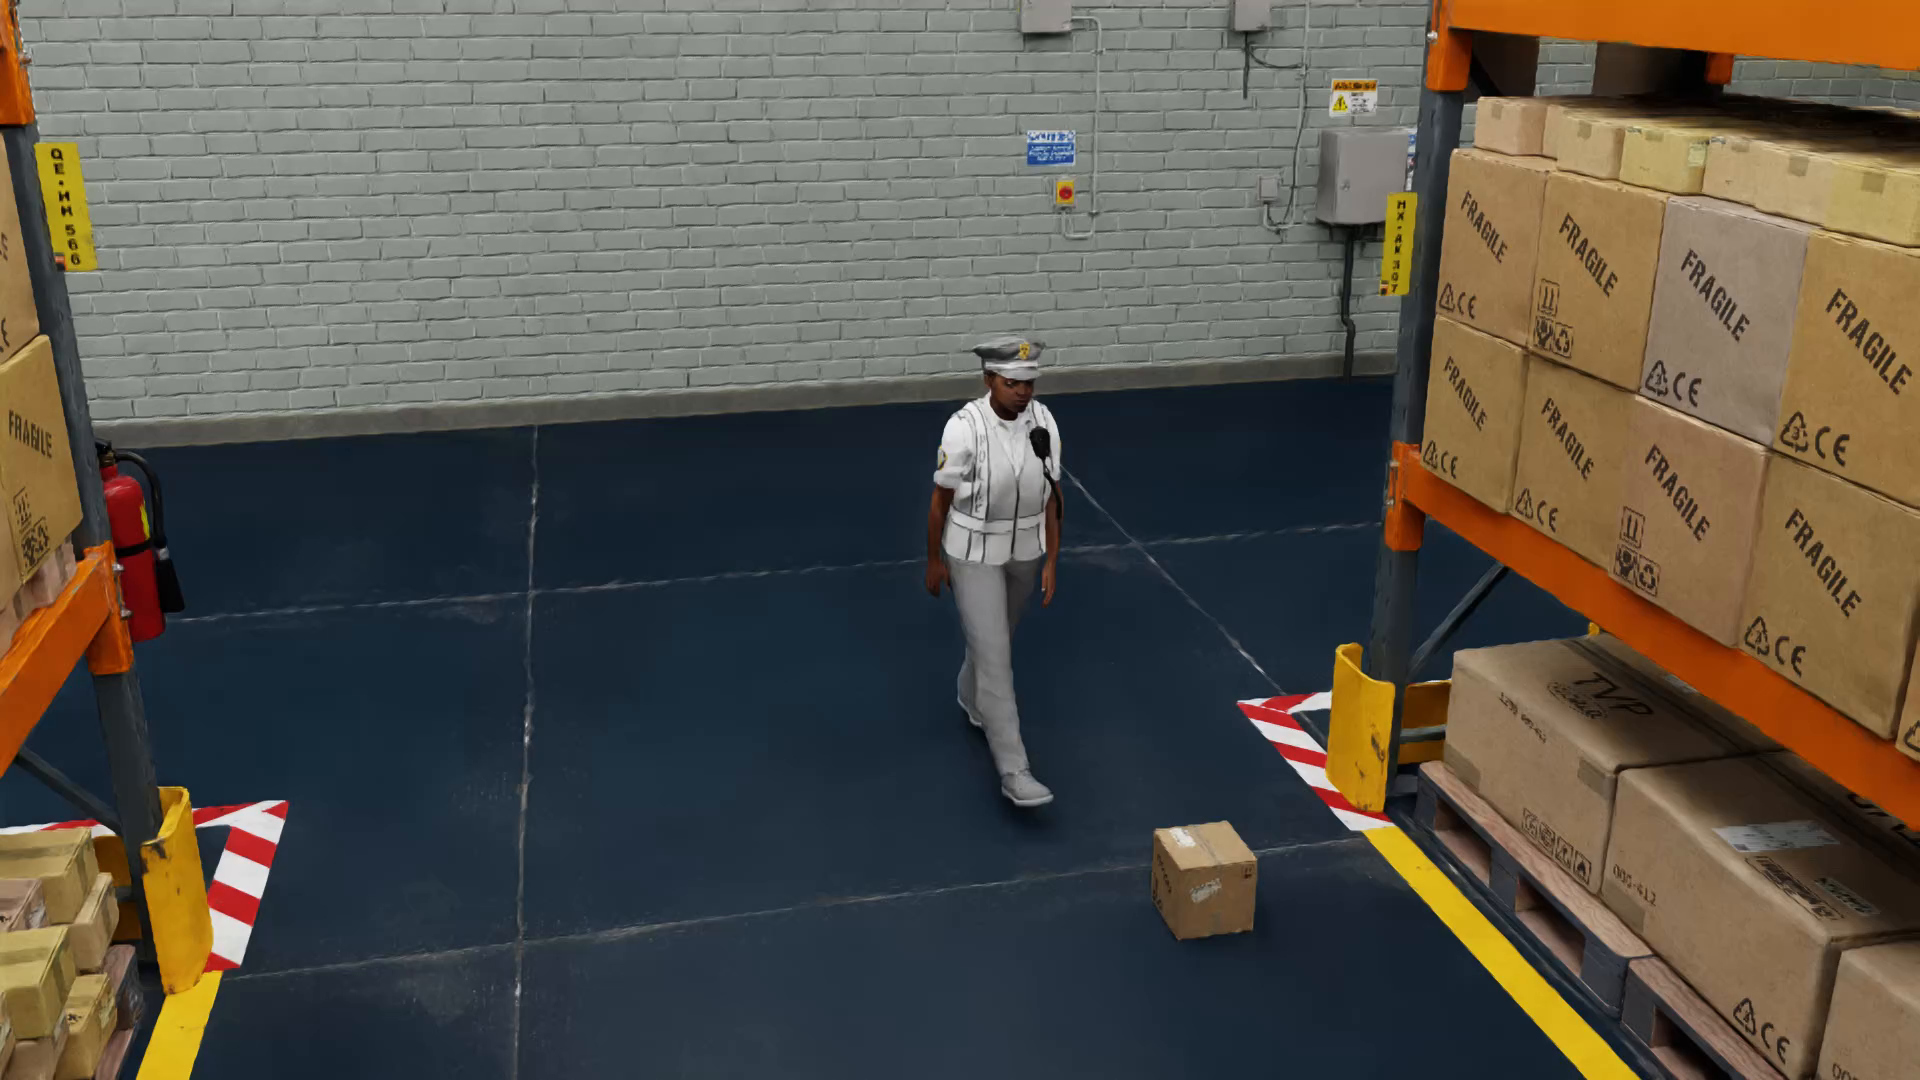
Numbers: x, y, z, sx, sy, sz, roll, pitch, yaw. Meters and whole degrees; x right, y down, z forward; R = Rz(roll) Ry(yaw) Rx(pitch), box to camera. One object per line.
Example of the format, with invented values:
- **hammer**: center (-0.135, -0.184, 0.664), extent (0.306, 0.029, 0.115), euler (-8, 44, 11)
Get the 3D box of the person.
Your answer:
- **person**: center (0.160, 0.059, 5.882), extent (0.456, 1.602, 0.999), euler (-10, 22, -26)
